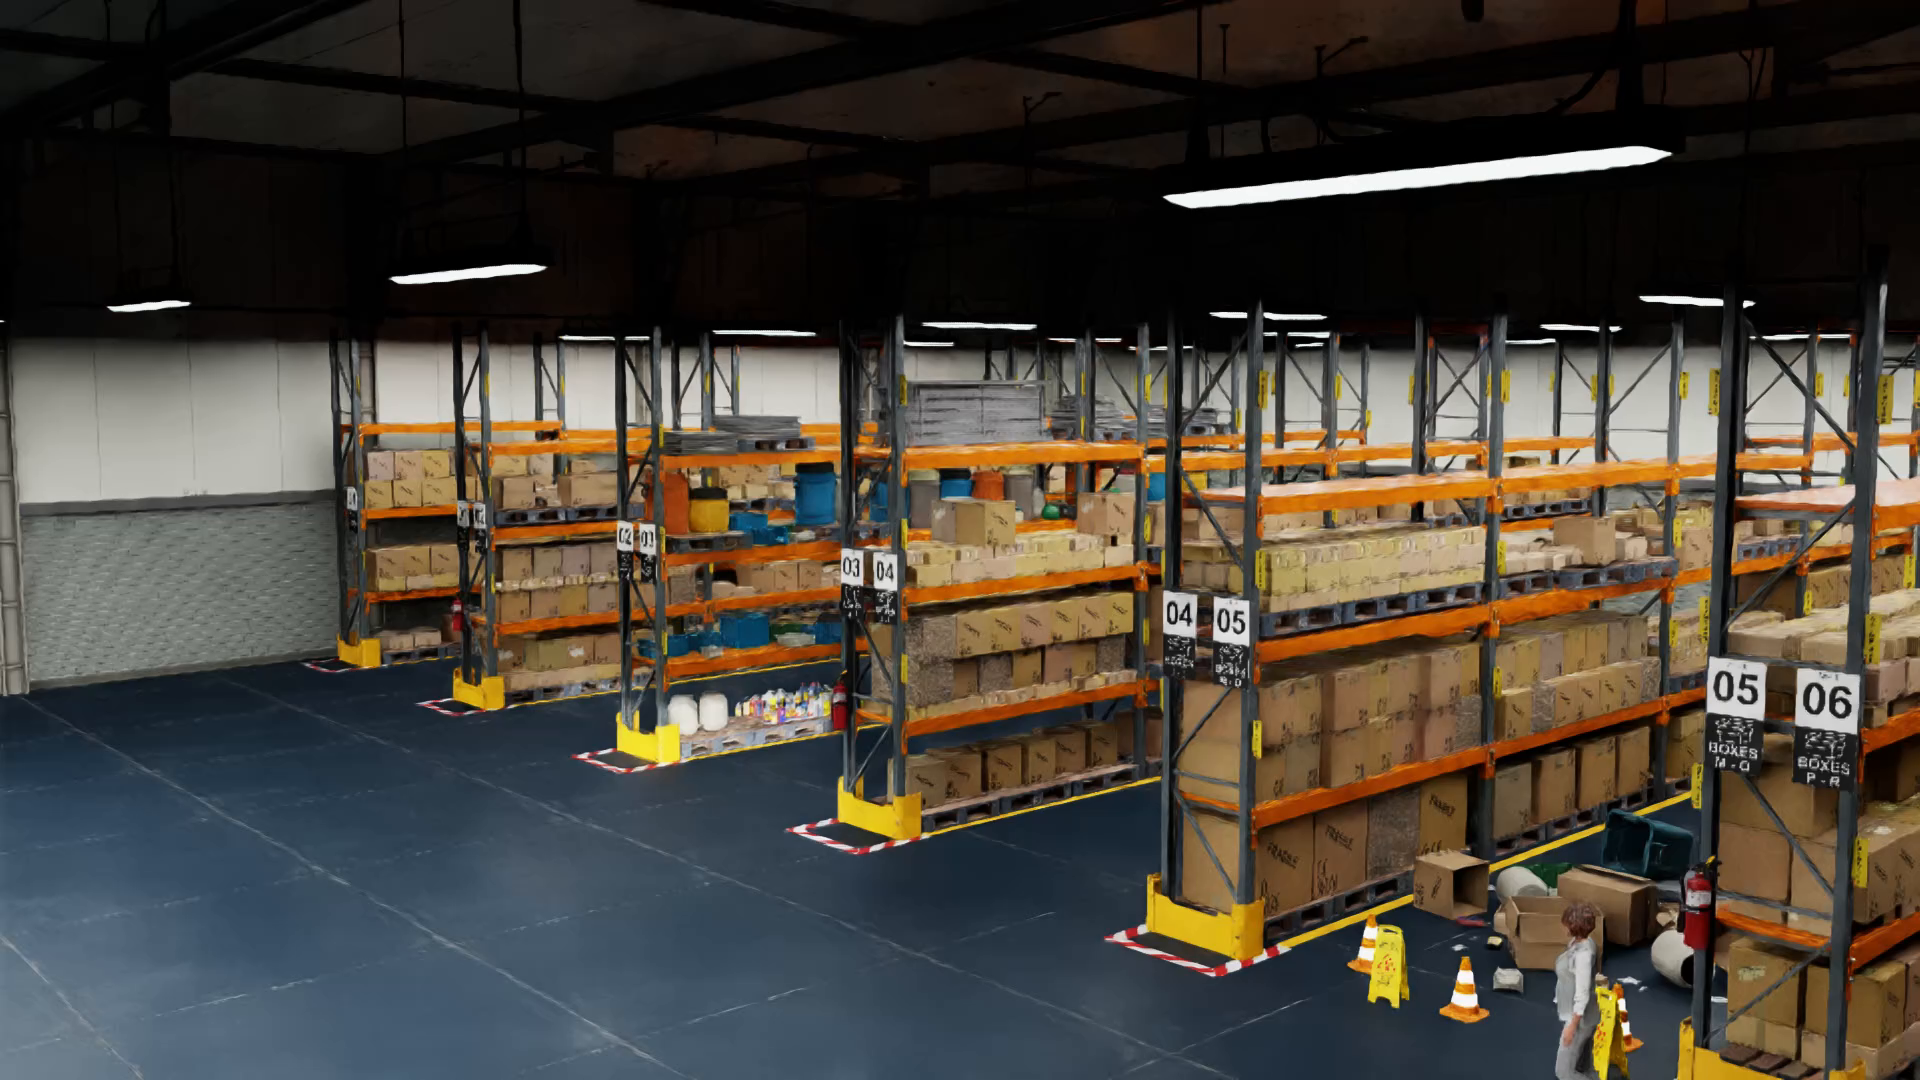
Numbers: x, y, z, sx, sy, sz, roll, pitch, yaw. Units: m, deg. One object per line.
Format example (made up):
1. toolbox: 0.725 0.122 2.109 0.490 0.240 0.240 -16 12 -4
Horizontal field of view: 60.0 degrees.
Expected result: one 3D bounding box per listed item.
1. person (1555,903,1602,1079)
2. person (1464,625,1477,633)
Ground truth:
1. person: 4.228 3.260 11.210 0.425 1.590 0.561 2 6 19
2. person: 7.283 2.002 23.784 1.097 1.585 0.451 -5 8 -43
